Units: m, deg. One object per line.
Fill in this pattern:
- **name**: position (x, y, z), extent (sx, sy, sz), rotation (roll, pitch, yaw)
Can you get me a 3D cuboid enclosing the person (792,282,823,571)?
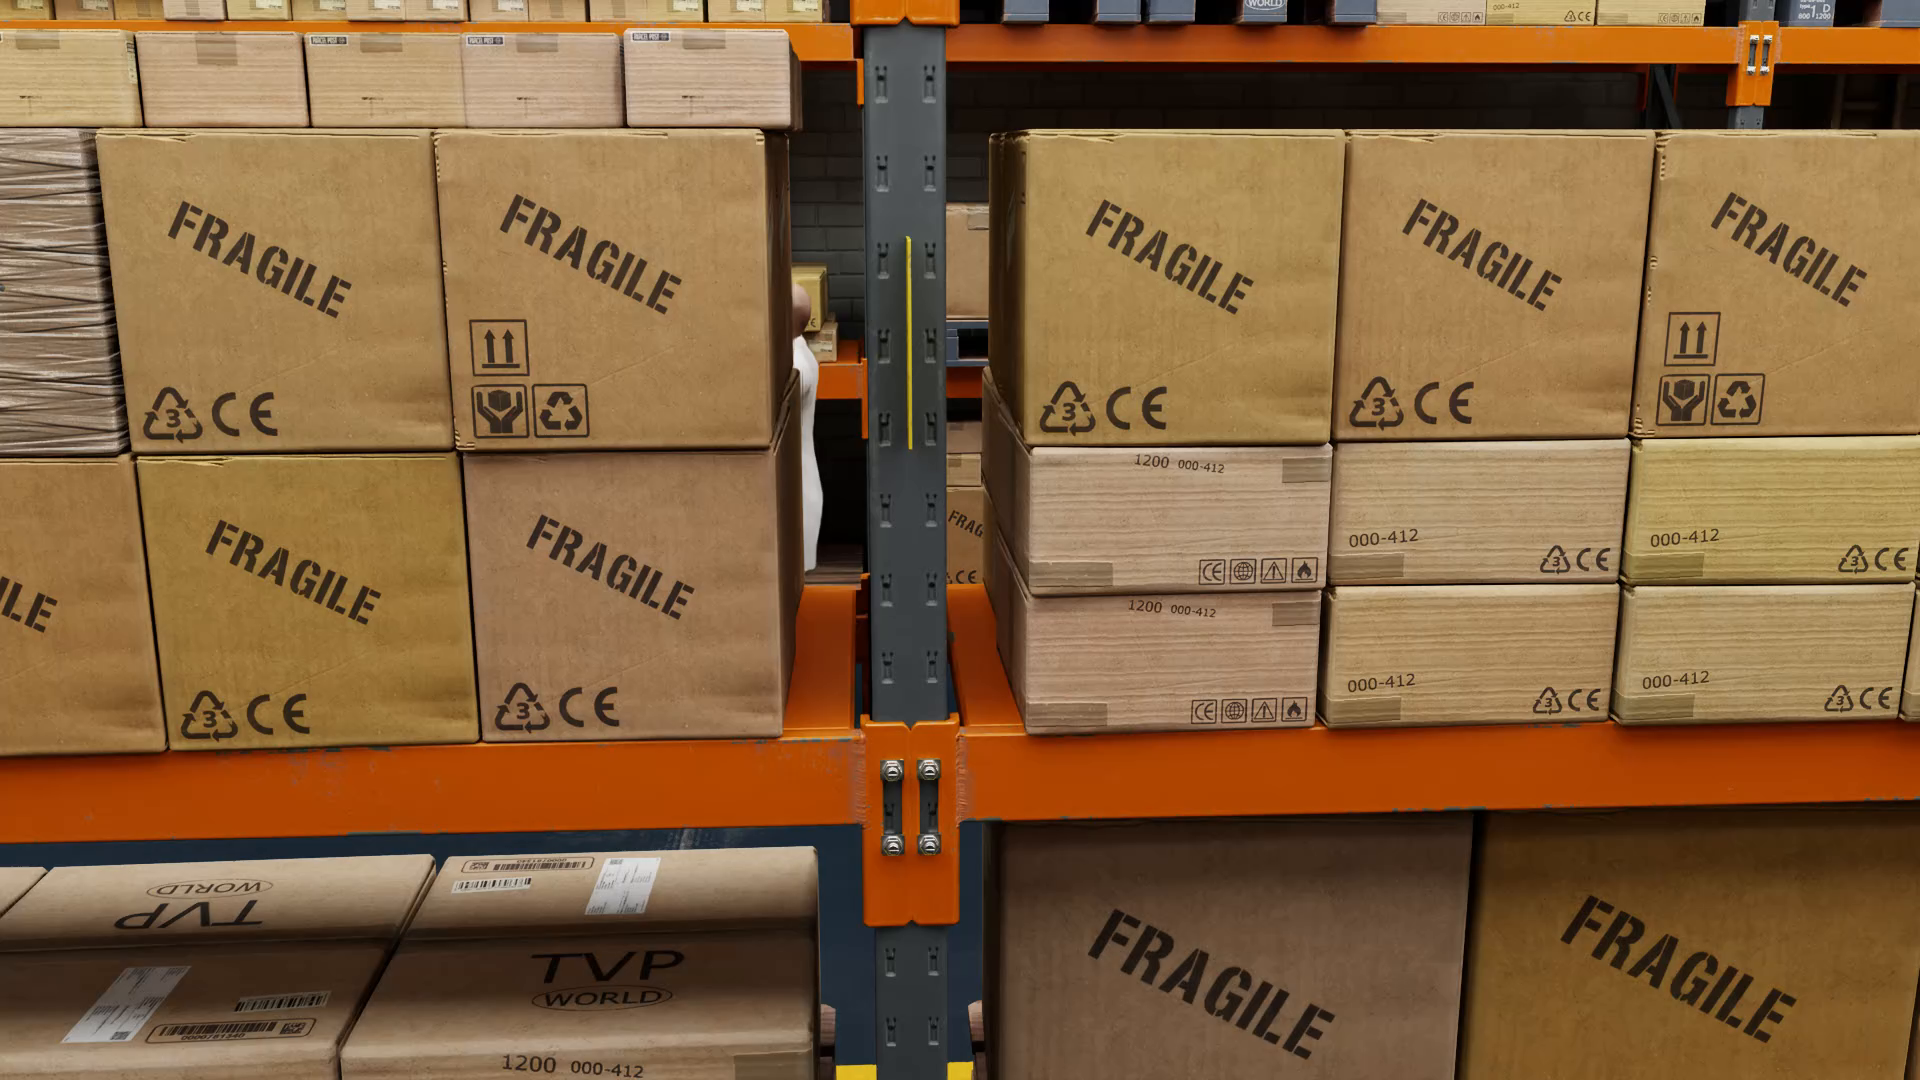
- **person**: position (-0.820, -0.124, 6.552), extent (0.548, 1.779, 0.525), rotation (-1, 13, -4)
